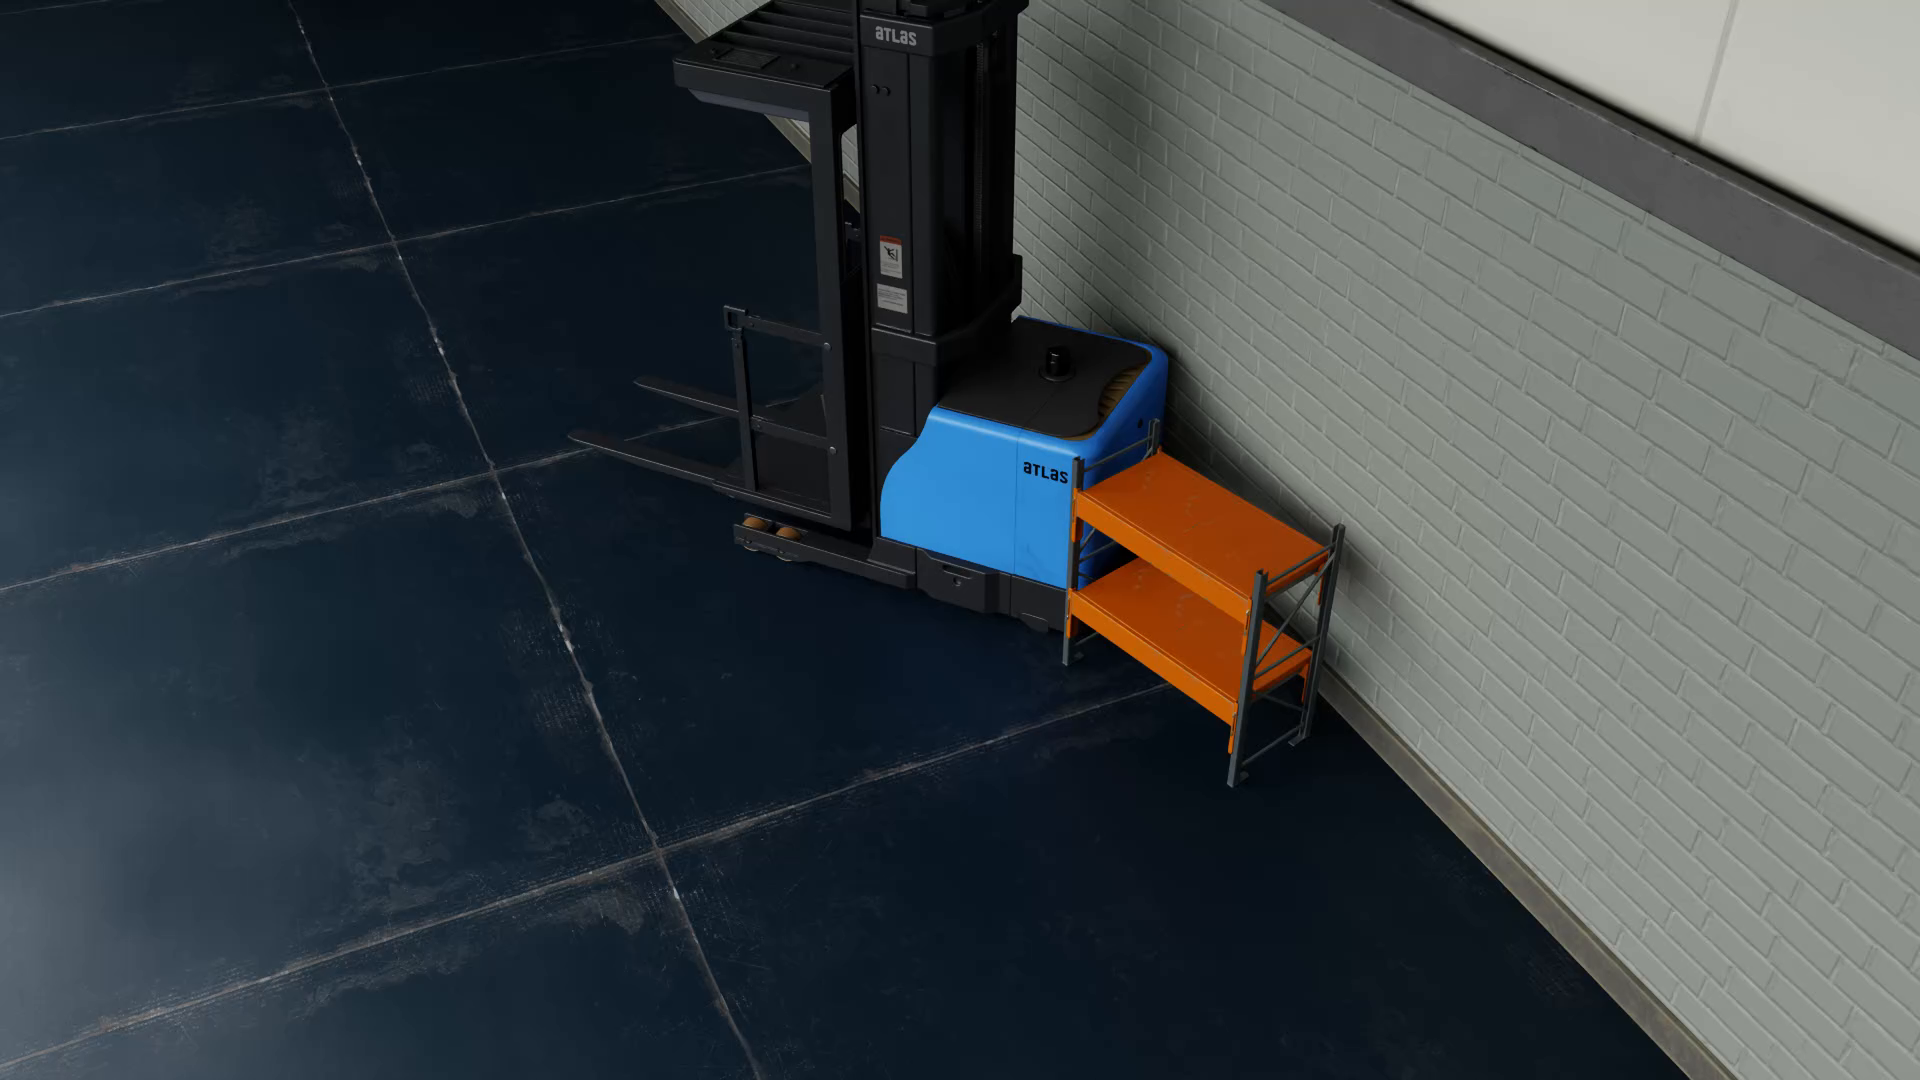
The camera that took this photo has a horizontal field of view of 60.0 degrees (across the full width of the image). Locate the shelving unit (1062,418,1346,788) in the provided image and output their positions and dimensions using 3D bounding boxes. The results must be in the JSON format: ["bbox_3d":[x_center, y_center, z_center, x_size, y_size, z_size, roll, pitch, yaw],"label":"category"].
[{"bbox_3d":[0.999,0.255,7.105,0.538,1.125,1.048,-27,44,-31],"label":"shelving unit"}]

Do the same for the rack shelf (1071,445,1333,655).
[{"bbox_3d":[0.999,0.020,6.930,0.538,0.278,1.000,-27,44,-31],"label":"rack shelf"}]

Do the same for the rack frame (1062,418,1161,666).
[{"bbox_3d":[0.671,0.024,7.417,0.500,1.125,0.032,-27,44,-31],"label":"rack frame"}]

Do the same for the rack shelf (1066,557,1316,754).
[{"bbox_3d":[0.999,0.452,7.250,0.538,0.278,1.000,-27,44,-31],"label":"rack shelf"}]

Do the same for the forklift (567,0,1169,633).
[{"bbox_3d":[-0.563,-1.338,7.736,3.031,2.935,1.130,16,39,20],"label":"forklift"}]

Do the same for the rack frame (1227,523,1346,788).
[{"bbox_3d":[1.326,0.487,6.792,0.500,1.125,0.032,-27,44,-31],"label":"rack frame"}]
